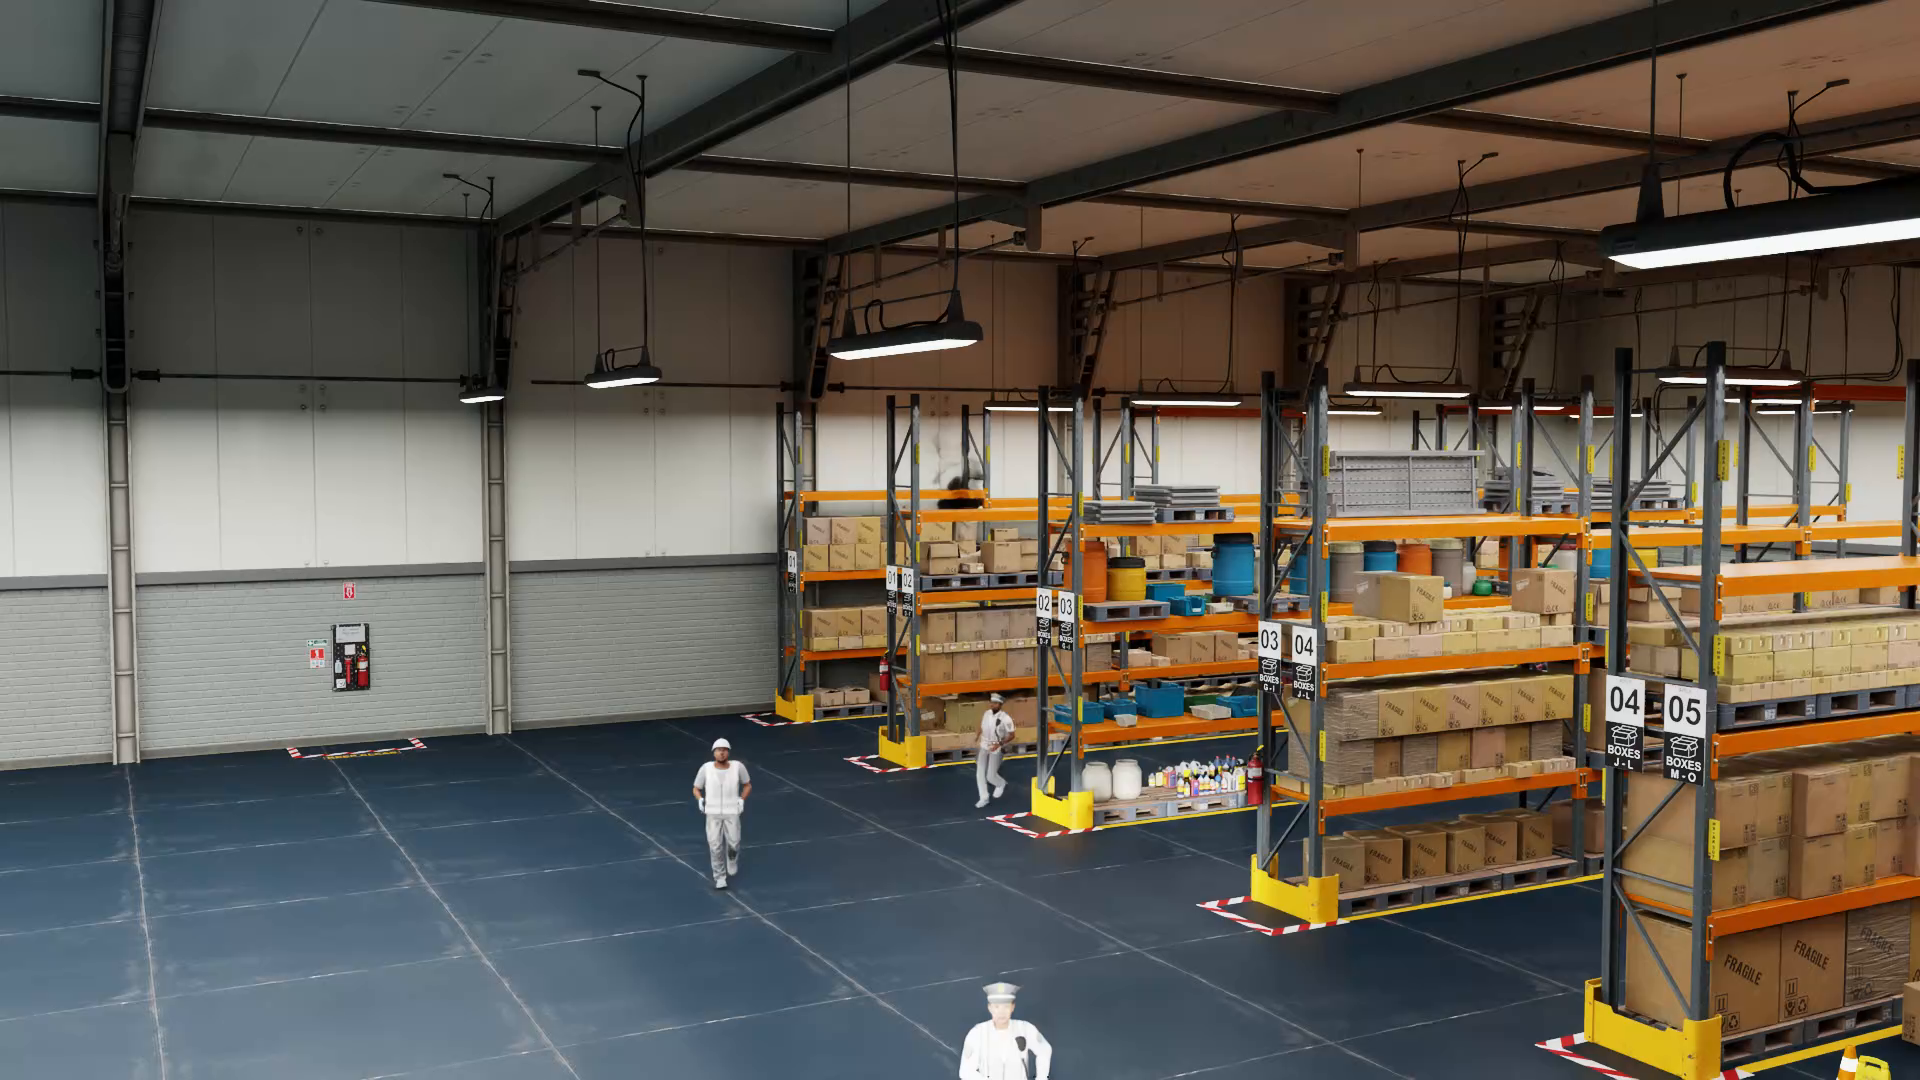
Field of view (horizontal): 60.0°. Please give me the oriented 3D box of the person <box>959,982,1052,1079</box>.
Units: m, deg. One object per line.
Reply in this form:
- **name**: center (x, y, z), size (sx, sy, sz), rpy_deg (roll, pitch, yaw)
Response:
- **person**: center (0.290, 3.709, 10.789), size (0.579, 1.718, 0.692), rpy_deg (0, 3, 6)

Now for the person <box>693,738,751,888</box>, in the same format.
- **person**: center (-2.788, 3.193, 19.492), size (0.678, 1.733, 0.614), rpy_deg (0, 3, -7)

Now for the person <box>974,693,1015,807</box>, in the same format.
- **person**: center (0.519, 3.004, 23.930), size (0.611, 1.658, 0.604), rpy_deg (2, 4, 36)
